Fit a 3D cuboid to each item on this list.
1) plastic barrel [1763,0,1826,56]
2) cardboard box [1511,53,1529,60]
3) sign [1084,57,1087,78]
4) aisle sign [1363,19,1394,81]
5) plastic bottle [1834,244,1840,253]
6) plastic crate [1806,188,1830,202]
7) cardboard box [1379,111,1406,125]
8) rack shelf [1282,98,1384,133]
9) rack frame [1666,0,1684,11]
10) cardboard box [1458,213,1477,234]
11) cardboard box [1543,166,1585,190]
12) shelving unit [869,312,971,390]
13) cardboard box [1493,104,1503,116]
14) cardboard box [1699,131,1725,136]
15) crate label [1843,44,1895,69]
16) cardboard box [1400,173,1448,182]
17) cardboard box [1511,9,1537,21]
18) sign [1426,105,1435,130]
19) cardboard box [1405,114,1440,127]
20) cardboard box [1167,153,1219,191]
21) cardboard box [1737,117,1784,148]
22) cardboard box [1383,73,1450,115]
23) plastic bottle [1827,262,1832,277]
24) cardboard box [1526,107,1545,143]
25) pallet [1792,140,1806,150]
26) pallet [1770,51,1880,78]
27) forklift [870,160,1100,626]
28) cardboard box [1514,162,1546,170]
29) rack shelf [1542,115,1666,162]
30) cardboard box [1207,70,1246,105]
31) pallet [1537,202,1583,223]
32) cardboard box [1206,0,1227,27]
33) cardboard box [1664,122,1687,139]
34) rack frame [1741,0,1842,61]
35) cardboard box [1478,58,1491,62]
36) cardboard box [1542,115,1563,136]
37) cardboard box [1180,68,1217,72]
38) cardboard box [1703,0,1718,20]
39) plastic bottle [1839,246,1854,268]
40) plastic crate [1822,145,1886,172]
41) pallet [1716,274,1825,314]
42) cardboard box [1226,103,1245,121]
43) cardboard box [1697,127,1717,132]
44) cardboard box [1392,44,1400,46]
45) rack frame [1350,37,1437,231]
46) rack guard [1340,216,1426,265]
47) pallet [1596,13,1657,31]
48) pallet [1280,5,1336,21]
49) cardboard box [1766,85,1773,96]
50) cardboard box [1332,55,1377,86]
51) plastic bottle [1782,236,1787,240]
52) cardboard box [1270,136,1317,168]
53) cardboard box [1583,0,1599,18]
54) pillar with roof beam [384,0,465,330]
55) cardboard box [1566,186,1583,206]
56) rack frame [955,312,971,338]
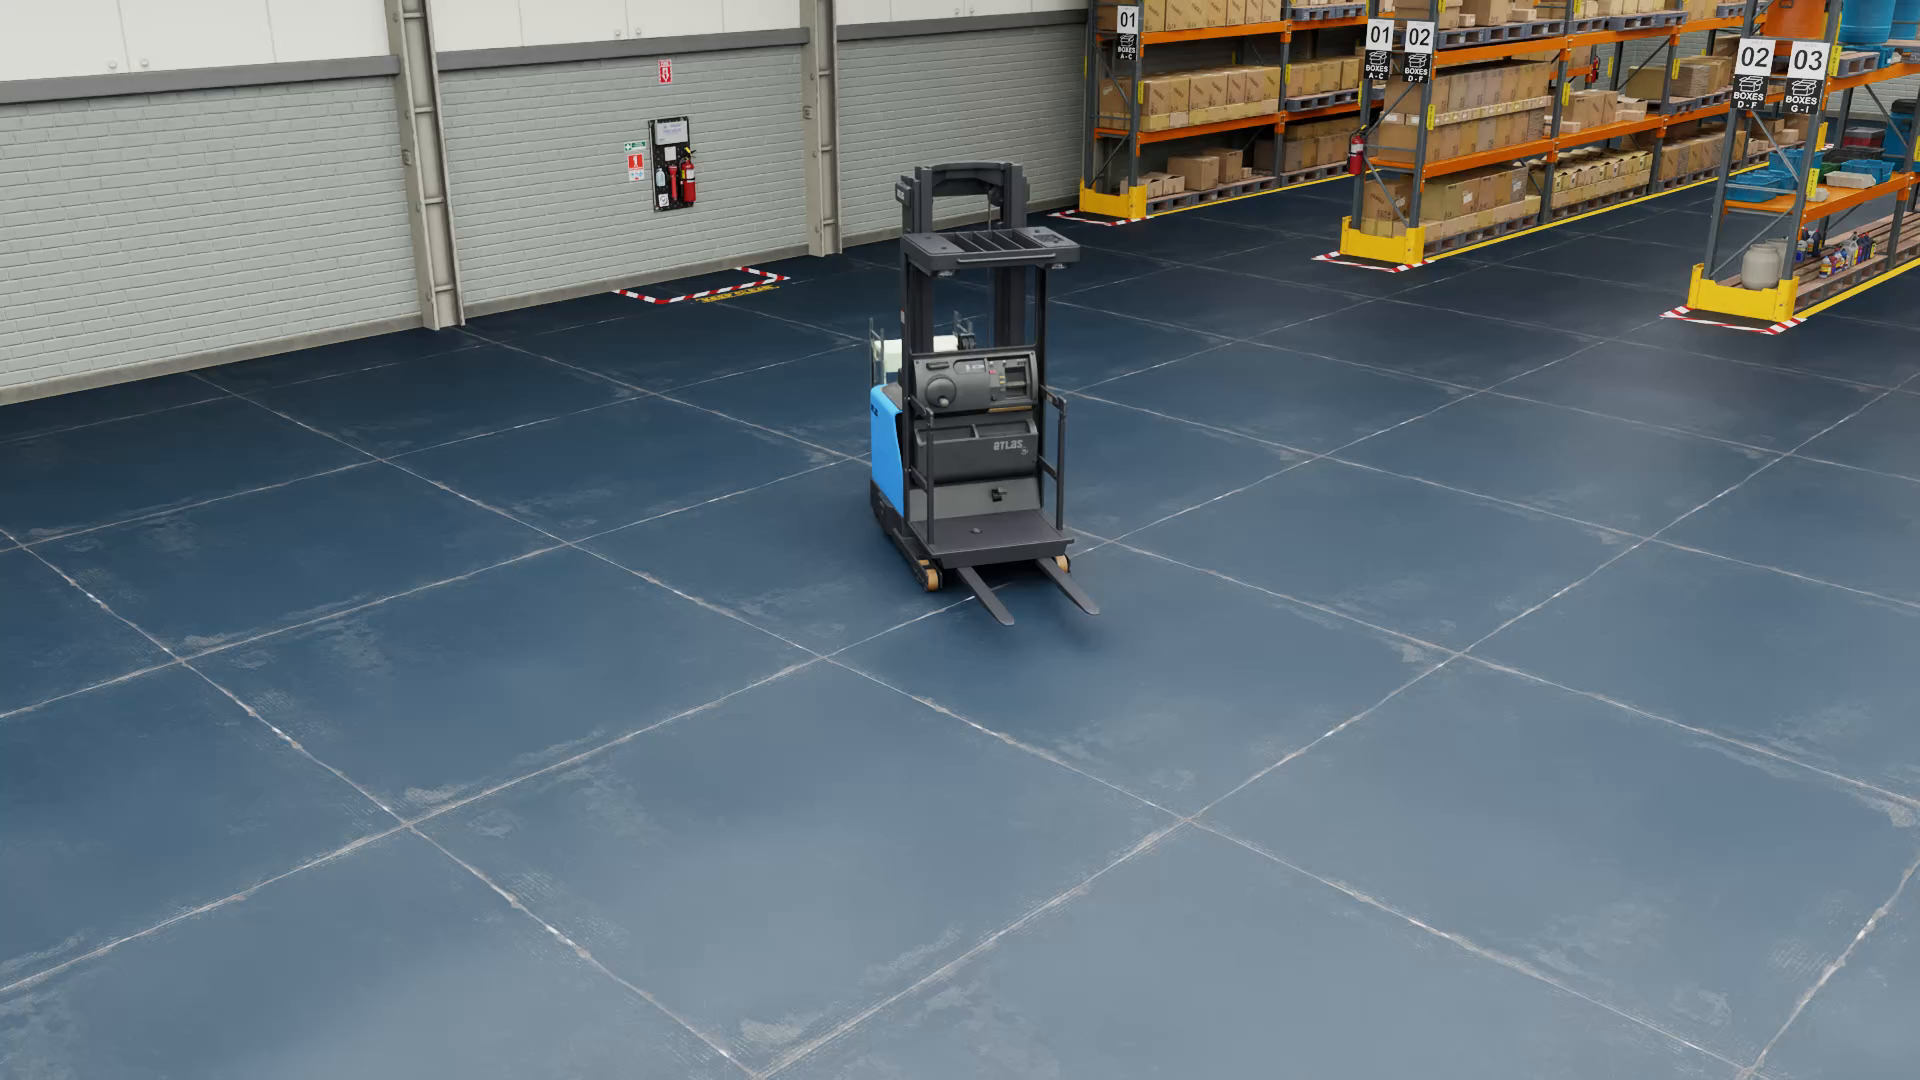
[{"bbox_3d":[9.739,-6.103,19.407,0.600,0.830,0.708,19,28,41],"label":"plastic barrel"},{"bbox_3d":[11.154,-9.989,34.465,0.700,0.700,0.980,-20,28,-41],"label":"cardboard box"},{"bbox_3d":[2.009,-7.461,26.252,0.100,0.325,0.005,19,28,41],"label":"sign"},{"bbox_3d":[5.688,-6.661,22.599,0.394,0.787,0.004,19,28,41],"label":"aisle sign"},{"bbox_3d":[11.486,-3.731,21.774,0.061,0.283,0.133,19,28,41],"label":"plastic bottle"},{"bbox_3d":[10.345,-4.176,20.126,0.298,0.136,0.250,19,28,41],"label":"plastic crate"},{"bbox_3d":[6.074,-5.886,23.163,0.380,0.149,0.250,19,28,40],"label":"cardboard box"},{"bbox_3d":[6.578,-7.836,30.283,1.077,0.370,4.000,19,28,41],"label":"rack shelf"},{"bbox_3d":[11.525,-10.247,27.192,1.000,3.000,0.127,19,28,41],"label":"rack frame"},{"bbox_3d":[7.173,-4.643,24.221,0.500,0.250,0.500,19,28,41],"label":"cardboard box"},{"bbox_3d":[9.554,-5.764,26.356,0.500,0.311,0.500,19,28,40],"label":"cardboard box"},{"bbox_3d":[-0.325,-1.090,13.819,0.755,1.500,0.431,-6,22,-16],"label":"shelving unit"},{"bbox_3d":[7.628,-6.250,24.110,0.250,0.149,0.380,-19,28,-40],"label":"cardboard box"},{"bbox_3d":[13.826,-7.190,30.471,0.500,0.500,0.500,19,28,41],"label":"cardboard box"},{"bbox_3d":[11.033,-5.879,20.215,0.502,0.251,0.408,19,28,41],"label":"crate label"},{"bbox_3d":[6.792,-5.126,24.432,0.500,0.500,0.500,19,28,41],"label":"cardboard box"},{"bbox_3d":[8.089,-7.584,24.015,0.380,0.149,0.250,19,28,41],"label":"cardboard box"},{"bbox_3d":[6.338,-5.691,22.383,0.100,0.325,0.005,19,28,41],"label":"sign"},{"bbox_3d":[6.372,-5.787,22.906,0.380,0.149,0.250,19,28,40],"label":"cardboard box"},{"bbox_3d":[3.885,-6.146,27.754,0.700,0.500,0.500,17,27,37],"label":"cardboard box"},{"bbox_3d":[15.622,-7.999,32.572,0.797,0.503,0.637,19,28,41],"label":"cardboard box"},{"bbox_3d":[6.316,-6.173,23.007,0.700,0.500,0.500,19,28,41],"label":"cardboard box"},{"bbox_3d":[11.051,-3.464,21.192,0.097,0.201,0.097,0,21,0],"label":"plastic bottle"},{"bbox_3d":[8.430,-6.350,25.274,0.700,0.500,0.500,18,28,39],"label":"cardboard box"},{"bbox_3d":[16.497,-7.977,33.534,1.003,0.211,1.213,19,28,41],"label":"pallet"},{"bbox_3d":[10.138,-5.650,19.675,1.003,0.211,1.213,19,28,41],"label":"pallet"},{"bbox_3d":[0.182,-1.152,11.985,1.130,2.935,3.031,-6,22,-16],"label":"forklift"},{"bbox_3d":[9.170,-5.904,26.720,0.500,0.311,0.500,-19,28,-41],"label":"cardboard box"},{"bbox_3d":[10.130,-6.597,27.060,1.077,0.370,4.000,19,28,41],"label":"rack shelf"},{"bbox_3d":[4.371,-7.491,27.520,0.500,0.500,0.500,18,28,39],"label":"cardboard box"},{"bbox_3d":[9.221,-5.316,26.612,1.003,0.211,1.213,19,28,41],"label":"pallet"},{"bbox_3d":[3.923,-8.515,26.700,0.500,0.500,0.500,-18,27,-39],"label":"cardboard box"},{"bbox_3d":[12.756,-7.414,30.009,0.500,0.250,0.500,19,28,40],"label":"cardboard box"},{"bbox_3d":[9.491,-6.950,18.614,1.000,3.000,0.127,19,28,41],"label":"rack frame"},{"bbox_3d":[10.273,-9.593,33.271,0.500,0.500,0.500,20,28,41],"label":"cardboard box"},{"bbox_3d":[9.047,-6.486,25.978,0.500,0.250,0.500,-18,27,-39],"label":"cardboard box"},{"bbox_3d":[3.990,-7.620,27.854,0.500,0.500,0.500,-19,28,-41],"label":"cardboard box"},{"bbox_3d":[12.524,-9.279,28.715,0.910,0.500,0.500,19,28,41],"label":"cardboard box"},{"bbox_3d":[11.563,-3.701,21.706,0.135,0.276,0.152,-20,28,-41],"label":"plastic bottle"},{"bbox_3d":[11.825,-5.046,22.109,0.767,0.338,0.504,19,28,41],"label":"plastic crate"},{"bbox_3d":[10.080,-3.087,20.812,1.003,0.211,1.213,19,28,41],"label":"pallet"},{"bbox_3d":[4.376,-7.140,27.651,0.500,0.250,0.500,19,28,40],"label":"cardboard box"},{"bbox_3d":[13.803,-7.450,31.148,0.500,0.500,0.500,18,27,38],"label":"cardboard box"},{"bbox_3d":[8.495,-9.290,31.437,0.500,0.250,0.500,-19,28,-41],"label":"cardboard box"},{"bbox_3d":[5.944,-5.390,22.918,1.000,3.000,0.127,19,28,41],"label":"rack frame"},{"bbox_3d":[5.927,-4.217,23.350,1.175,0.500,0.348,19,28,41],"label":"rack guard"},{"bbox_3d":[10.338,-8.274,26.502,1.213,0.211,1.003,-19,28,-40],"label":"pallet"},{"bbox_3d":[5.690,-9.102,28.655,1.213,0.211,1.003,19,28,41],"label":"pallet"},{"bbox_3d":[14.866,-8.585,31.089,0.500,0.500,0.500,-19,28,-41],"label":"cardboard box"},{"bbox_3d":[7.282,-8.664,30.682,0.700,0.500,0.500,16,26,36],"label":"cardboard box"},{"bbox_3d":[10.863,-3.838,21.957,0.185,0.351,0.144,-19,28,-40],"label":"plastic bottle"},{"bbox_3d":[6.009,-7.035,30.067,0.700,0.500,0.500,19,28,40],"label":"cardboard box"},{"bbox_3d":[9.552,-8.243,25.782,0.500,0.250,0.500,16,26,36],"label":"cardboard box"},{"bbox_3d":[-3.026,-5.664,15.268,9.100,9.000,0.400,19,28,41],"label":"pillar with roof beam"},{"bbox_3d":[9.551,-5.504,26.461,0.500,0.250,0.500,-19,28,-41],"label":"cardboard box"},{"bbox_3d":[0.025,-1.128,13.918,0.023,1.500,0.400,-6,22,-16],"label":"rack frame"}]
